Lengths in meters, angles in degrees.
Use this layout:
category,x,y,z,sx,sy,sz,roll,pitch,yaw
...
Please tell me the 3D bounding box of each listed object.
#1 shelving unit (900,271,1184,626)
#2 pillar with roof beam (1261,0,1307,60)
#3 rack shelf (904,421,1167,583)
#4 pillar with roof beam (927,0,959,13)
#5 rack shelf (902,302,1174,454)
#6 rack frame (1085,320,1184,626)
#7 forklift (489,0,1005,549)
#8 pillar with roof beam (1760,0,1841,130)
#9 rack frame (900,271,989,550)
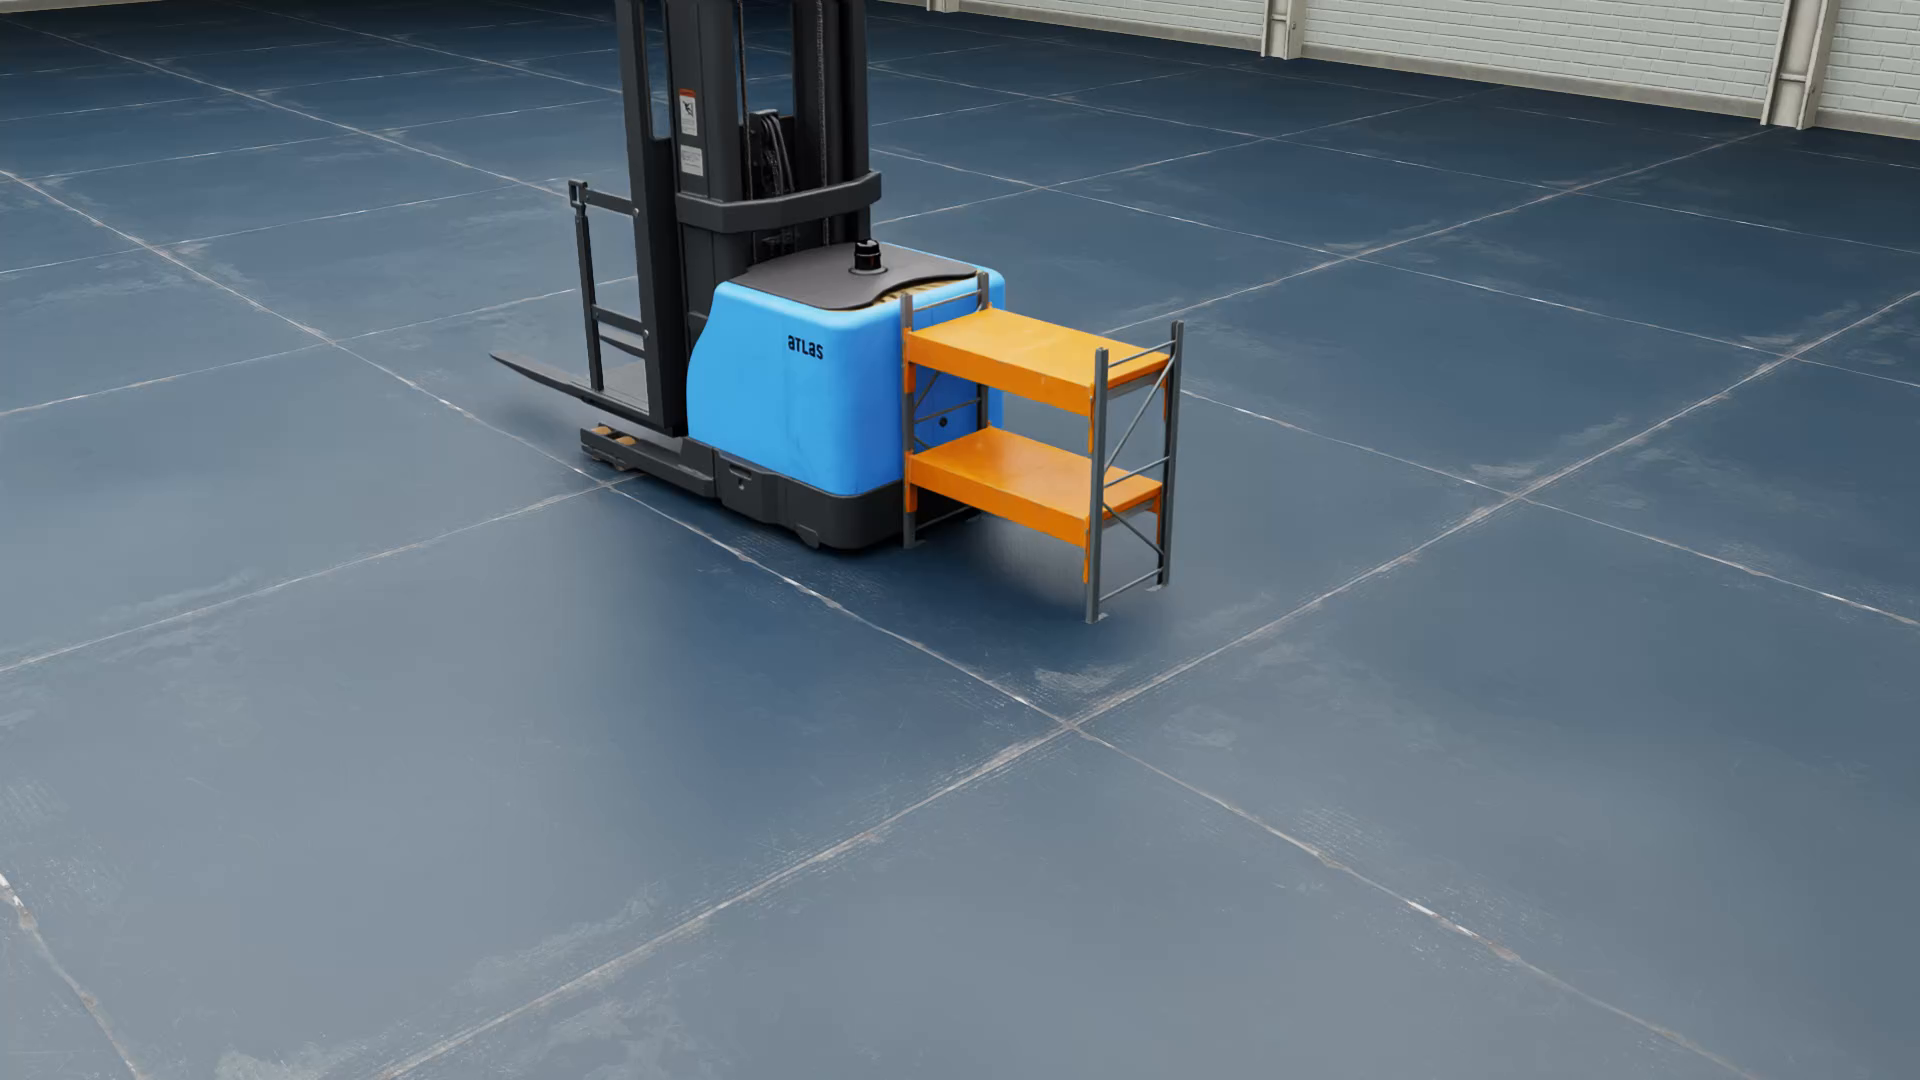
category,x,y,z,sx,sy,sz,roll,pitch,yaw
shelving unit,0.309,-0.402,6.775,1.048,1.125,0.538,22,32,39
pillar with roof beam,0.722,-8.687,15.450,9.100,9.000,0.400,-21,32,-38
rack shelf,0.309,-0.179,6.877,1.000,0.278,0.538,22,32,39
pillar with roof beam,-3.379,-10.505,19.435,9.100,9.000,0.400,-21,32,-38
rack shelf,0.309,-0.668,6.654,1.000,0.278,0.538,22,32,39
rack frame,0.676,-0.256,6.456,0.032,1.125,0.500,22,32,39
forklift,-1.202,-1.801,7.666,3.031,2.935,1.130,22,32,39
pillar with roof beam,4.823,-6.869,11.466,9.100,9.000,0.400,-21,32,-38
rack frame,-0.059,-0.547,7.094,0.032,1.125,0.500,22,32,39
